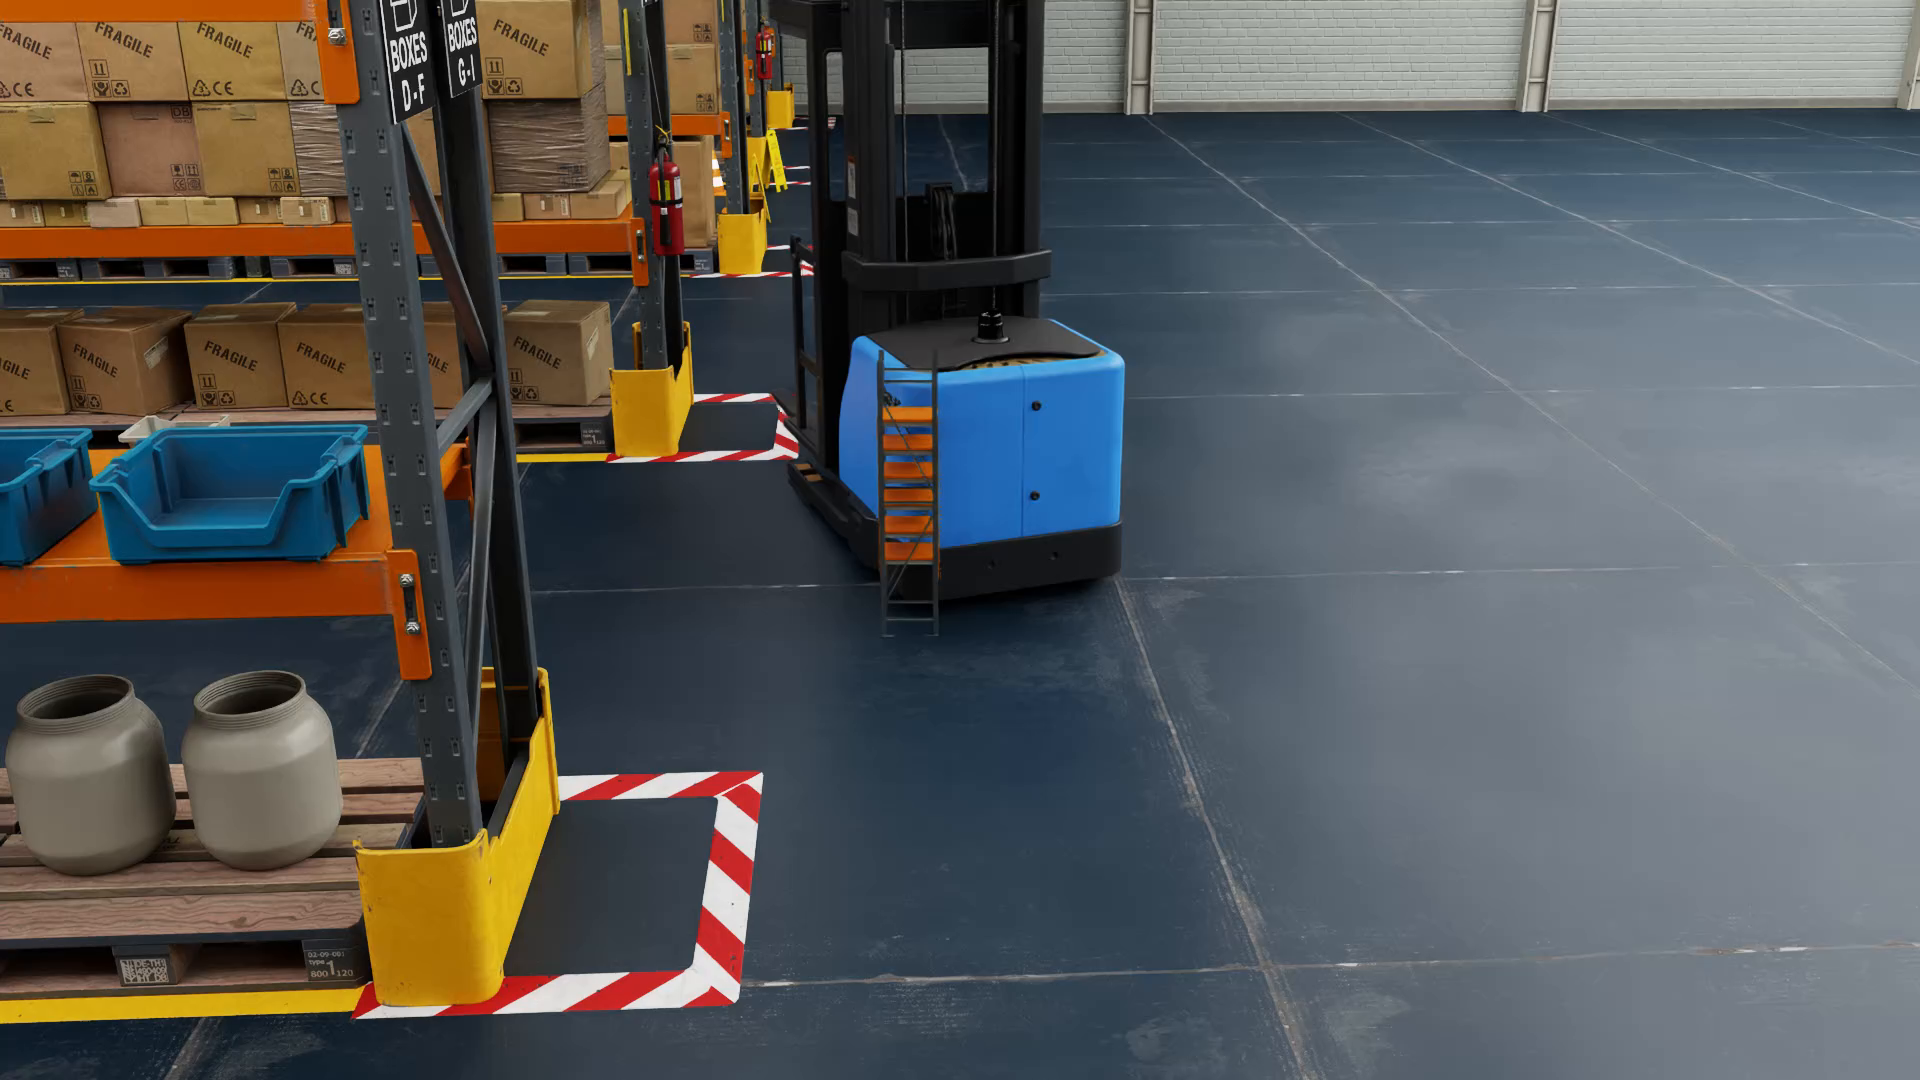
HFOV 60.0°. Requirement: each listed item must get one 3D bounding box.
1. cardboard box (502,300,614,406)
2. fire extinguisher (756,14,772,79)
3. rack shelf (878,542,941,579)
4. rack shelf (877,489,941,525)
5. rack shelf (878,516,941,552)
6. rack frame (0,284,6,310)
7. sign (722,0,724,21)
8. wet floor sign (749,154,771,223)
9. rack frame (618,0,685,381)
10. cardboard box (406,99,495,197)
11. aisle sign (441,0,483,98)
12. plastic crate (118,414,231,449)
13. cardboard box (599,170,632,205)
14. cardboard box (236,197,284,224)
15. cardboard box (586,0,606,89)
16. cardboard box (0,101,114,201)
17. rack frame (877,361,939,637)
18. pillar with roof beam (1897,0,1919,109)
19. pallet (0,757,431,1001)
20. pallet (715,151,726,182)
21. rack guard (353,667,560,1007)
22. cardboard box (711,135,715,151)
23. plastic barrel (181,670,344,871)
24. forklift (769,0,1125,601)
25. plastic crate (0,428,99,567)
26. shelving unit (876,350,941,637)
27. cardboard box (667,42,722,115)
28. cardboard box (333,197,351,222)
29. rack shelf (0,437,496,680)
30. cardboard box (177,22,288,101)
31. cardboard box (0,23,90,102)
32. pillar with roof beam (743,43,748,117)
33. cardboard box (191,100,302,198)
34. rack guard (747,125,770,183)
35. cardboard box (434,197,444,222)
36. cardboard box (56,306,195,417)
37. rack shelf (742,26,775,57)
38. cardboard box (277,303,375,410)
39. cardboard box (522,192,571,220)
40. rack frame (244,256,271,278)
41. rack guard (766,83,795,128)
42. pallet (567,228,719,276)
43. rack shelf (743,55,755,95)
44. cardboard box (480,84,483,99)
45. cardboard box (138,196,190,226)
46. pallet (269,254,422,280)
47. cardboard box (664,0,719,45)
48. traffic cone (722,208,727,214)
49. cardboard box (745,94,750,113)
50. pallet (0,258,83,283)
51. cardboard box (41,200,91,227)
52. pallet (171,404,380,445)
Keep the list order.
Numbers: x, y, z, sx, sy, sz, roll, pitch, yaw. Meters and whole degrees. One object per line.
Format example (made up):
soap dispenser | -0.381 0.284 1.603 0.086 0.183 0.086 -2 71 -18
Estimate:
cardboard box | -2.352 -1.098 9.712 0.500 0.500 0.500 3 21 7
fire extinguisher | -2.152 -5.399 18.196 0.183 0.674 0.296 -1 21 -3
rack shelf | -0.211 0.083 7.016 0.258 0.103 0.180 0 21 0
rack shelf | -0.211 -0.141 6.929 0.258 0.103 0.180 0 21 0
rack shelf | -0.211 -0.029 6.972 0.258 0.103 0.180 0 21 0
rack frame | -5.721 -1.995 9.146 0.127 3.000 1.000 -1 21 -3
sign | -1.892 -4.299 13.238 0.005 0.325 0.100 -1 21 -3
wet floor sign | -1.994 -3.444 16.261 0.232 0.644 0.267 -5 21 -12
rack frame | -1.727 -2.077 9.360 0.127 3.000 1.000 -1 21 -3
cardboard box | -2.770 -2.208 9.147 0.500 0.500 0.875 -1 21 -3
aisle sign | -1.389 -1.638 4.553 0.004 0.787 0.394 -1 21 -3
plastic crate | -2.356 -0.290 5.038 0.250 0.136 0.298 -1 21 -3
cardboard box | -2.025 -2.038 9.612 0.250 0.149 0.380 -1 21 -3
cardboard box | -3.745 -1.832 9.070 0.250 0.149 0.380 -1 21 -3
cardboard box | -2.292 -2.815 9.336 0.500 0.500 0.500 -1 21 -3
cardboard box | -4.767 -2.166 9.036 0.500 0.500 0.875 -1 21 -3
rack frame | -0.211 -0.150 6.828 0.240 1.200 0.006 0 21 0
pillar with roof beam | 14.890 -9.306 19.917 0.400 9.000 9.100 -1 21 -3
pallet | -2.329 1.019 5.148 1.213 0.211 1.003 -1 21 -3
pallet | -3.182 -4.288 19.088 1.213 0.211 1.003 -1 21 -3
rack guard | -1.518 0.869 5.135 0.348 0.500 1.175 -1 21 -3
cardboard box | -3.114 -4.590 19.236 0.500 0.250 0.500 -1 21 -3
plastic barrel | -2.097 0.690 5.000 0.421 0.512 0.421 0 21 0
forklift | -0.264 -1.590 8.178 1.130 2.935 3.031 -8 22 -19
plastic crate | -2.576 -0.120 4.430 0.408 0.251 0.499 -1 21 -3
shelving unit | -0.211 -0.183 6.913 0.258 1.200 0.189 0 21 0
cardboard box | -2.277 -3.887 13.904 0.550 0.550 0.875 -1 21 -3
cardboard box | -3.247 -1.849 9.115 0.250 0.149 0.380 -1 21 -3
rack shelf | -3.441 0.060 4.760 4.000 0.370 1.077 -1 21 -3
cardboard box | -3.760 -2.602 8.776 0.500 0.500 0.500 -1 21 -3
cardboard box | -4.758 -2.578 8.713 0.500 0.500 0.500 -1 21 -3
pillar with roof beam | -3.081 -8.941 18.957 0.400 9.000 9.100 -1 21 -3
cardboard box | -3.772 -2.207 9.144 0.500 0.500 0.875 -1 21 -3
rack guard | -2.369 -4.427 19.047 0.348 0.500 1.175 -1 21 -3
cardboard box | -2.747 -1.852 9.123 0.250 0.149 0.380 -1 21 -3
cardboard box | -4.748 -1.032 9.538 0.500 0.500 0.500 5 22 14
rack shelf | -4.577 -6.983 23.258 4.000 0.370 1.077 -1 21 -3
cardboard box | -3.573 -1.068 9.632 0.500 0.500 0.500 1 21 2
cardboard box | -2.250 -1.875 9.184 0.250 0.149 0.380 -1 21 -3
rack frame | -5.903 -3.759 13.779 0.127 3.000 1.000 -1 21 -3
rack guard | -2.556 -6.192 23.683 0.348 0.500 1.175 -1 21 -3
pallet | -2.703 -2.493 14.373 1.213 0.211 1.003 -1 21 -3
rack shelf | -4.290 -5.220 18.627 4.000 0.370 1.077 -1 21 -3
cardboard box | -2.761 -2.619 8.819 0.500 0.500 0.500 -1 21 -3
cardboard box | -4.242 -1.810 9.011 0.250 0.149 0.380 -1 21 -3
pallet | -5.139 -2.444 14.243 1.213 0.211 1.003 -1 21 -3
cardboard box | -2.282 -4.422 13.790 0.550 0.550 0.875 -1 21 -3
traffic cone | -2.246 -3.557 16.813 0.334 0.463 0.336 -1 21 -3
cardboard box | -3.031 -6.150 23.332 0.500 0.250 0.500 -1 21 -3
pallet | -7.890 -2.388 14.096 1.213 0.211 1.003 -1 21 -3
cardboard box | -4.741 -1.799 8.984 0.250 0.149 0.380 -1 21 -3
pallet | -3.831 -0.744 9.779 1.213 0.211 1.003 -1 21 -3
